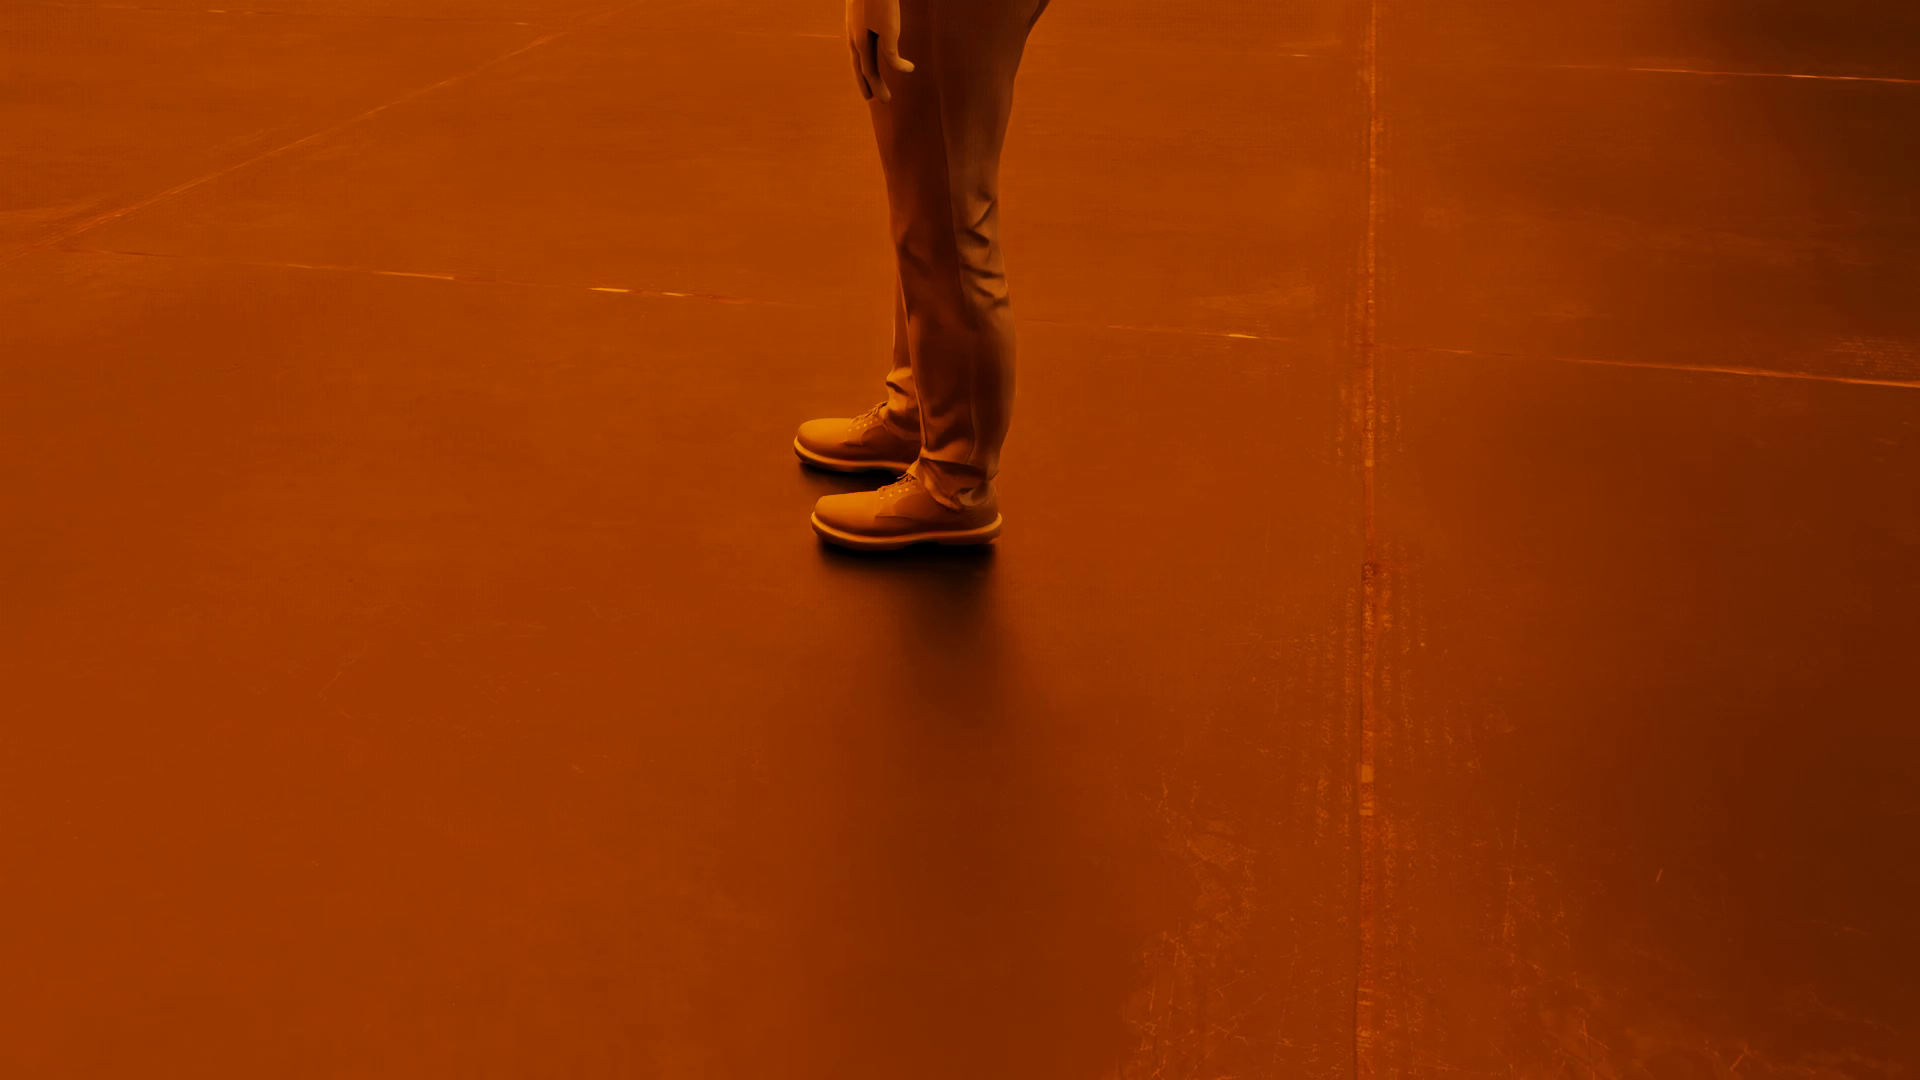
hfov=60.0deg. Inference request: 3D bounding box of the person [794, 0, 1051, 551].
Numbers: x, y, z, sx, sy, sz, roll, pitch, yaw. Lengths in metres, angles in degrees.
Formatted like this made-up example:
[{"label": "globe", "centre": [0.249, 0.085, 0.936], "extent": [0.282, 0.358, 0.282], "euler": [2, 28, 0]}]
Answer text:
[{"label": "person", "centre": [-0.066, -0.773, 2.135], "extent": [0.530, 1.694, 0.586], "euler": [6, 27, 11]}]
